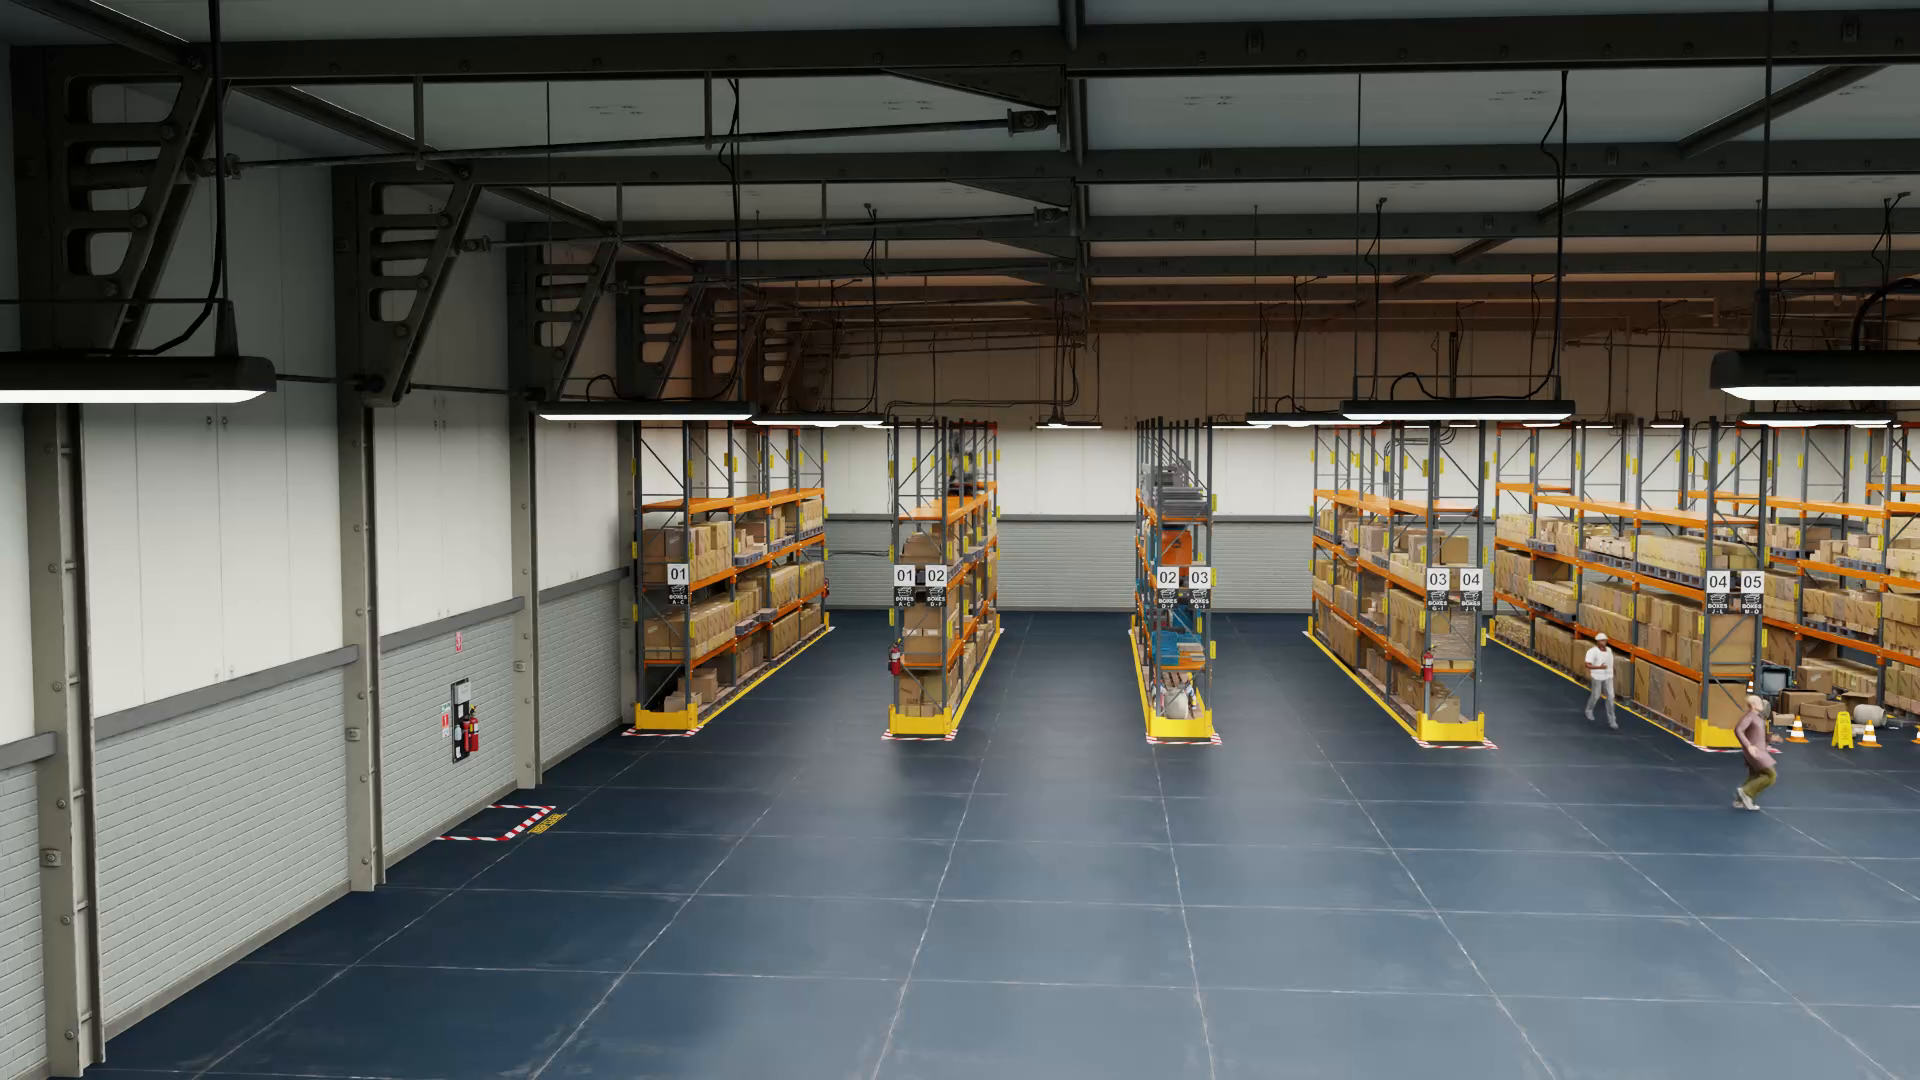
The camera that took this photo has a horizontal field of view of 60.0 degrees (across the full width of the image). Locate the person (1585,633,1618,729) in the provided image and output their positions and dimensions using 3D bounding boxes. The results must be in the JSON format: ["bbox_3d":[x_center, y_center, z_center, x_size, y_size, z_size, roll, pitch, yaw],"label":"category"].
[{"bbox_3d":[12.475,2.704,32.346,0.689,1.796,0.928,0,4,-7],"label":"person"}]

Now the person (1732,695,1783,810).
[{"bbox_3d":[11.994,3.209,24.991,0.672,1.740,0.690,2,4,29],"label":"person"}]

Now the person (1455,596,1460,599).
[{"bbox_3d":[13.408,1.976,44.703,0.727,1.745,0.715,1,4,12],"label":"person"}]
